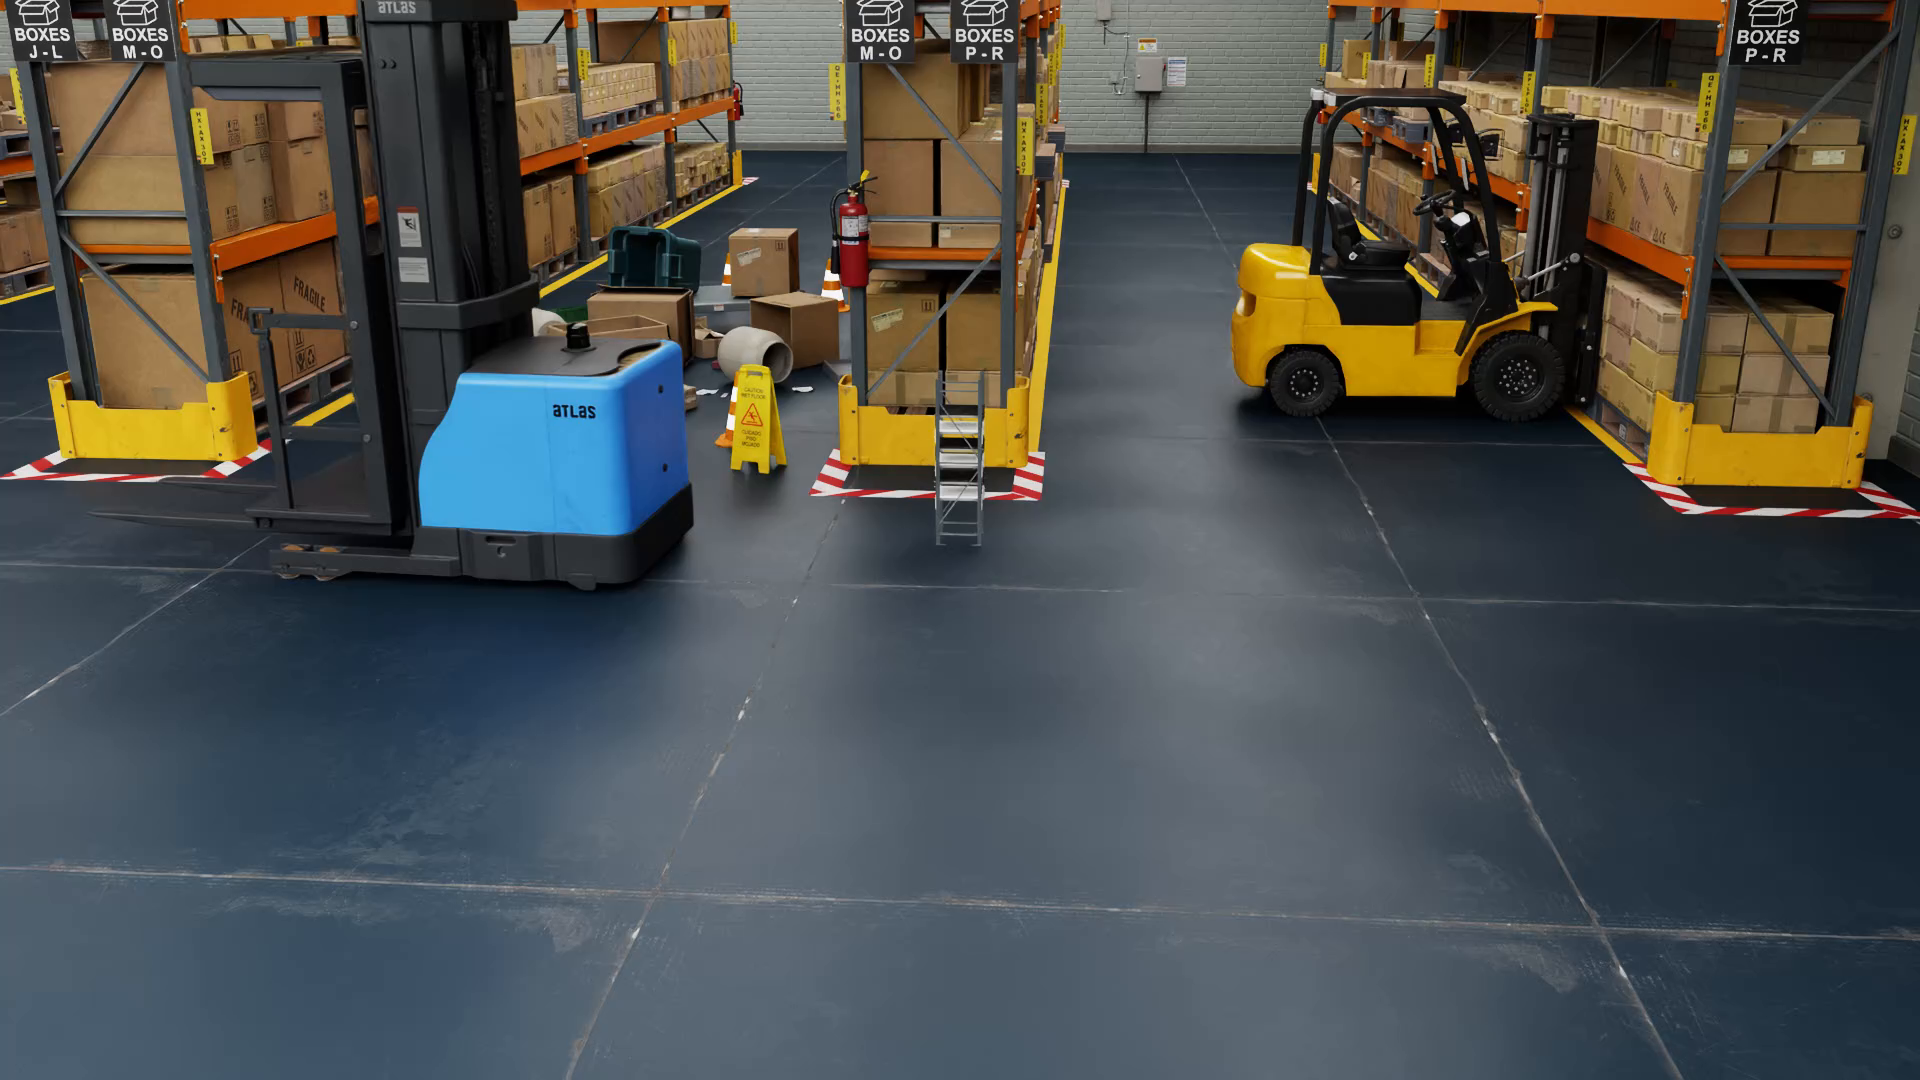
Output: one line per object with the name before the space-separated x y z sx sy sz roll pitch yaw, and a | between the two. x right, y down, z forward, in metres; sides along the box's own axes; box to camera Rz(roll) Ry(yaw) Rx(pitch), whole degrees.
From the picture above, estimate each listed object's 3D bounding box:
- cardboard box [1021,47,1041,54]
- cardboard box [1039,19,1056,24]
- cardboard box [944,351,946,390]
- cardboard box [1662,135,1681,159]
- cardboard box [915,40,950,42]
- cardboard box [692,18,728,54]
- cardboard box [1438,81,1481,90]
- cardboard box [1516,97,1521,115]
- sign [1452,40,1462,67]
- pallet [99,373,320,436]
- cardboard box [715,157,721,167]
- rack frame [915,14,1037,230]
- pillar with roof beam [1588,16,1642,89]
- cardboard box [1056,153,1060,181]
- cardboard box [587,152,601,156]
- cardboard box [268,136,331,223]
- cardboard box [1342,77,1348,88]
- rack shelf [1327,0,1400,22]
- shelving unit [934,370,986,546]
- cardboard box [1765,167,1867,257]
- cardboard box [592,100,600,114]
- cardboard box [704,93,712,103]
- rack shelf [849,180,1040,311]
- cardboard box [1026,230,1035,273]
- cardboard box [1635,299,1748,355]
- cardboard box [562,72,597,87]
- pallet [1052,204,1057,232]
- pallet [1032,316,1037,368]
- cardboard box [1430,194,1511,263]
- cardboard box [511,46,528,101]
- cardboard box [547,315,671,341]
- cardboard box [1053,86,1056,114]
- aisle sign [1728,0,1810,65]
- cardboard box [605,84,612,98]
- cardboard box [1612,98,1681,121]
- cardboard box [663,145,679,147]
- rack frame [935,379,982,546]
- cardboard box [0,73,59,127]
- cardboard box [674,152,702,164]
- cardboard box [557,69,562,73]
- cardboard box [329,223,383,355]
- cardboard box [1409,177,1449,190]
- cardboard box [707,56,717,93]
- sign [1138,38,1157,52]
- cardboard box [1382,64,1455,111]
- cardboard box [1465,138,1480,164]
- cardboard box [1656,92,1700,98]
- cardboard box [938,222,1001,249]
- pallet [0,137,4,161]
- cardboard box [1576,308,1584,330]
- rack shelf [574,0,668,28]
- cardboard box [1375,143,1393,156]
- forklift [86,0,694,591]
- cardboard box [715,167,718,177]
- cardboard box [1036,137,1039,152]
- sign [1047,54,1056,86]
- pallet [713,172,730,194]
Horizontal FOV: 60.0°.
cardboard box | 0.574 -4.580 15.728 0.380 0.149 0.250 0 18 1
cardboard box | 1.169 -7.358 23.754 0.380 0.149 0.250 2 18 5
cardboard box | -0.329 -1.224 11.581 0.500 0.250 0.500 1 18 4
cardboard box | 4.601 -2.432 10.326 0.380 0.149 0.250 2 18 5
cardboard box | -0.184 -3.529 12.632 0.700 0.500 0.500 1 18 4
cardboard box | -3.746 -7.478 24.682 0.500 0.500 0.500 1 18 3
cardboard box | 5.044 -4.551 16.793 0.380 0.149 0.250 2 18 6
cardboard box | 4.947 -3.668 14.097 0.380 0.149 0.250 1 18 4
sign | 6.201 -6.069 20.768 0.100 0.325 0.005 1 18 4
pallet | -5.129 -0.917 11.382 1.003 0.211 1.213 1 18 4
cardboard box | -3.750 -5.616 24.670 0.380 0.149 0.250 1 18 2
rack frame | 0.123 -3.155 13.735 1.000 3.000 0.127 1 18 4
pillar with roof beam | 1.872 -6.810 15.254 9.100 9.000 0.400 1 18 4
cardboard box | 0.978 -5.373 23.942 0.875 0.438 0.875 2 18 5
cardboard box | -4.641 -4.540 20.096 0.500 0.250 0.500 2 18 6
cardboard box | -4.944 -2.522 11.561 0.875 0.550 0.550 1 18 4
cardboard box | 5.548 -6.234 22.895 0.500 0.250 0.500 1 18 2
rack shelf | 5.791 -7.235 22.524 1.077 0.370 4.000 1 18 4
shelving unit | 0.001 -0.430 8.791 0.258 0.900 0.210 1 18 4
cardboard box | 5.100 -1.998 10.044 0.500 0.500 0.500 2 18 6
cardboard box | -4.263 -4.858 18.662 0.380 0.149 0.250 2 18 7
cardboard box | -3.805 -6.419 24.098 0.380 0.149 0.250 0 18 1
rack shelf | -0.021 -2.192 11.951 1.077 0.370 4.000 1 18 4
cardboard box | 0.348 -2.215 13.402 0.500 0.500 0.500 1 18 3
cardboard box | 4.509 -1.321 10.274 0.500 0.250 0.500 2 18 6
cardboard box | -4.270 -5.138 18.561 0.380 0.149 0.250 1 18 4
pallet | 0.716 -4.073 21.015 1.003 0.211 1.213 1 18 4
pallet | 0.110 -1.621 13.530 1.003 0.211 1.213 1 18 4
cardboard box | 5.302 -3.166 16.906 0.875 0.625 0.625 2 18 6
cardboard box | -4.647 -4.544 16.206 0.700 0.500 0.500 1 18 3
cardboard box | -2.563 -1.329 12.170 0.797 0.503 0.637 -13 22 -34
cardboard box | 0.991 -5.827 21.729 0.500 0.500 0.500 2 18 6
aisle sign | 4.489 -3.025 9.162 0.394 0.787 0.004 1 18 4
cardboard box | -4.230 -5.167 19.125 0.380 0.149 0.250 1 18 4
cardboard box | 4.742 -2.971 11.492 0.380 0.149 0.250 1 18 4
cardboard box | -4.384 -5.770 24.663 0.380 0.149 0.250 1 18 4
rack frame | -0.007 -0.399 8.694 0.240 0.900 0.006 1 18 4
cardboard box | -9.414 -4.522 17.070 0.700 0.500 0.500 4 19 12
cardboard box | -3.879 -5.434 23.637 0.380 0.149 0.250 1 18 4
cardboard box | -4.862 -5.404 19.370 0.380 0.149 0.250 2 18 7
cardboard box | -4.998 -1.950 12.796 0.875 0.875 0.875 1 18 4
cardboard box | 5.195 -3.933 18.407 0.380 0.149 0.250 1 18 2
cardboard box | -3.806 -6.687 23.876 0.500 0.500 0.500 1 18 4
sign | 3.408 -9.000 30.245 0.339 0.242 0.001 1 18 4
cardboard box | 5.296 -5.227 19.224 0.700 0.500 0.500 1 18 4
cardboard box | 4.975 -3.607 15.355 0.500 0.250 0.500 2 18 6
cardboard box | 5.332 -3.198 12.186 0.380 0.149 0.250 1 18 3
cardboard box | 0.067 -1.894 10.291 0.380 0.149 0.250 1 18 4
pallet | -9.562 -3.519 15.154 1.003 0.211 1.213 1 18 4
cardboard box | 4.612 -1.564 11.816 0.500 0.250 0.500 1 18 4
rack shelf | -4.392 -6.181 19.308 1.077 0.370 4.000 1 18 4
cardboard box | 5.417 -4.885 20.834 0.380 0.149 0.250 1 18 3
forklift | -2.995 -1.346 8.323 3.031 2.935 1.130 3 18 9
cardboard box | -3.814 -5.476 24.721 0.380 0.149 0.250 1 18 4
cardboard box | 0.477 -3.400 14.211 0.380 0.149 0.250 2 18 5
sign | 0.951 -4.901 17.330 0.100 0.325 0.005 1 18 4
pallet | -4.061 -5.361 24.945 1.003 0.211 1.213 1 18 4
